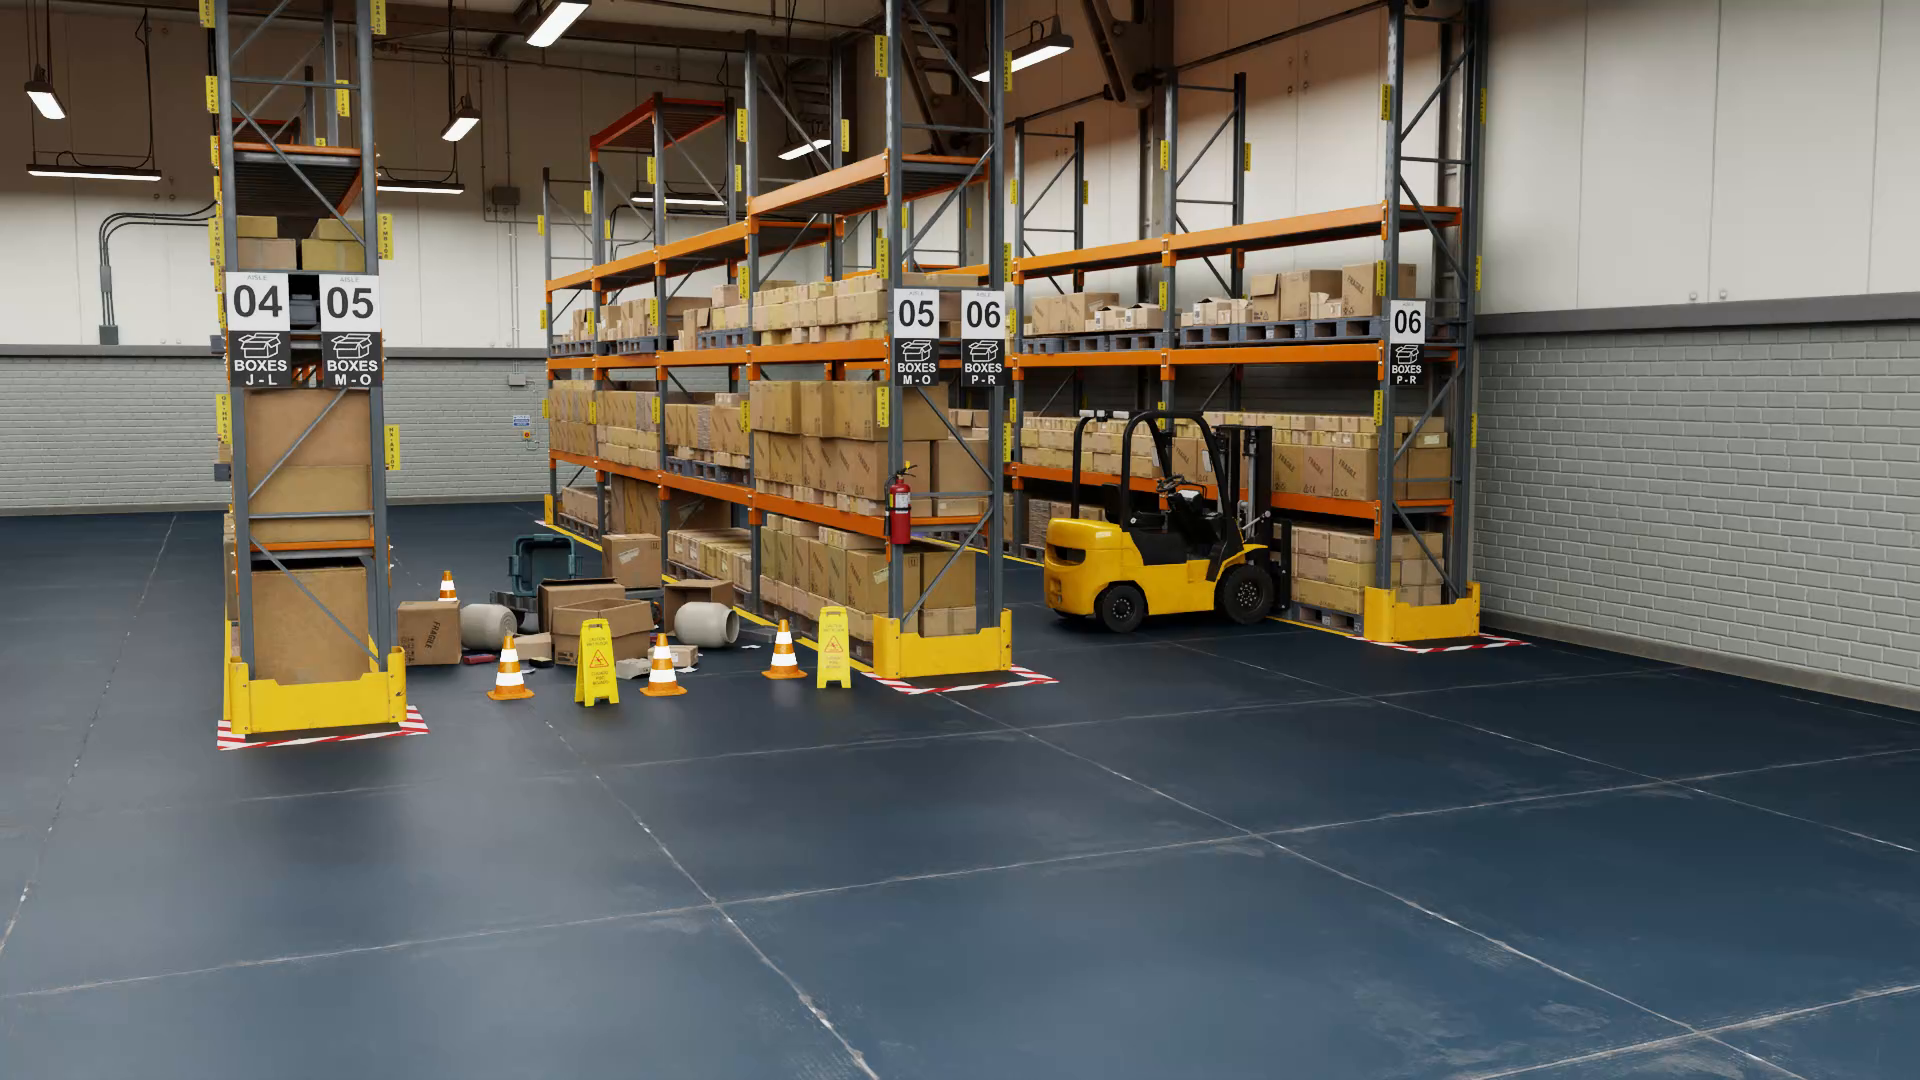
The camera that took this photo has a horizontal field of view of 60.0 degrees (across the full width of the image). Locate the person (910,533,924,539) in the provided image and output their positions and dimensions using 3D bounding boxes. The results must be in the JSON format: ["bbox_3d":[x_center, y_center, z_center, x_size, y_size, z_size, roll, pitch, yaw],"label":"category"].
[{"bbox_3d":[-0.568,0.212,18.688,0.483,0.937,0.827,-3,6,-25],"label":"person"}]
